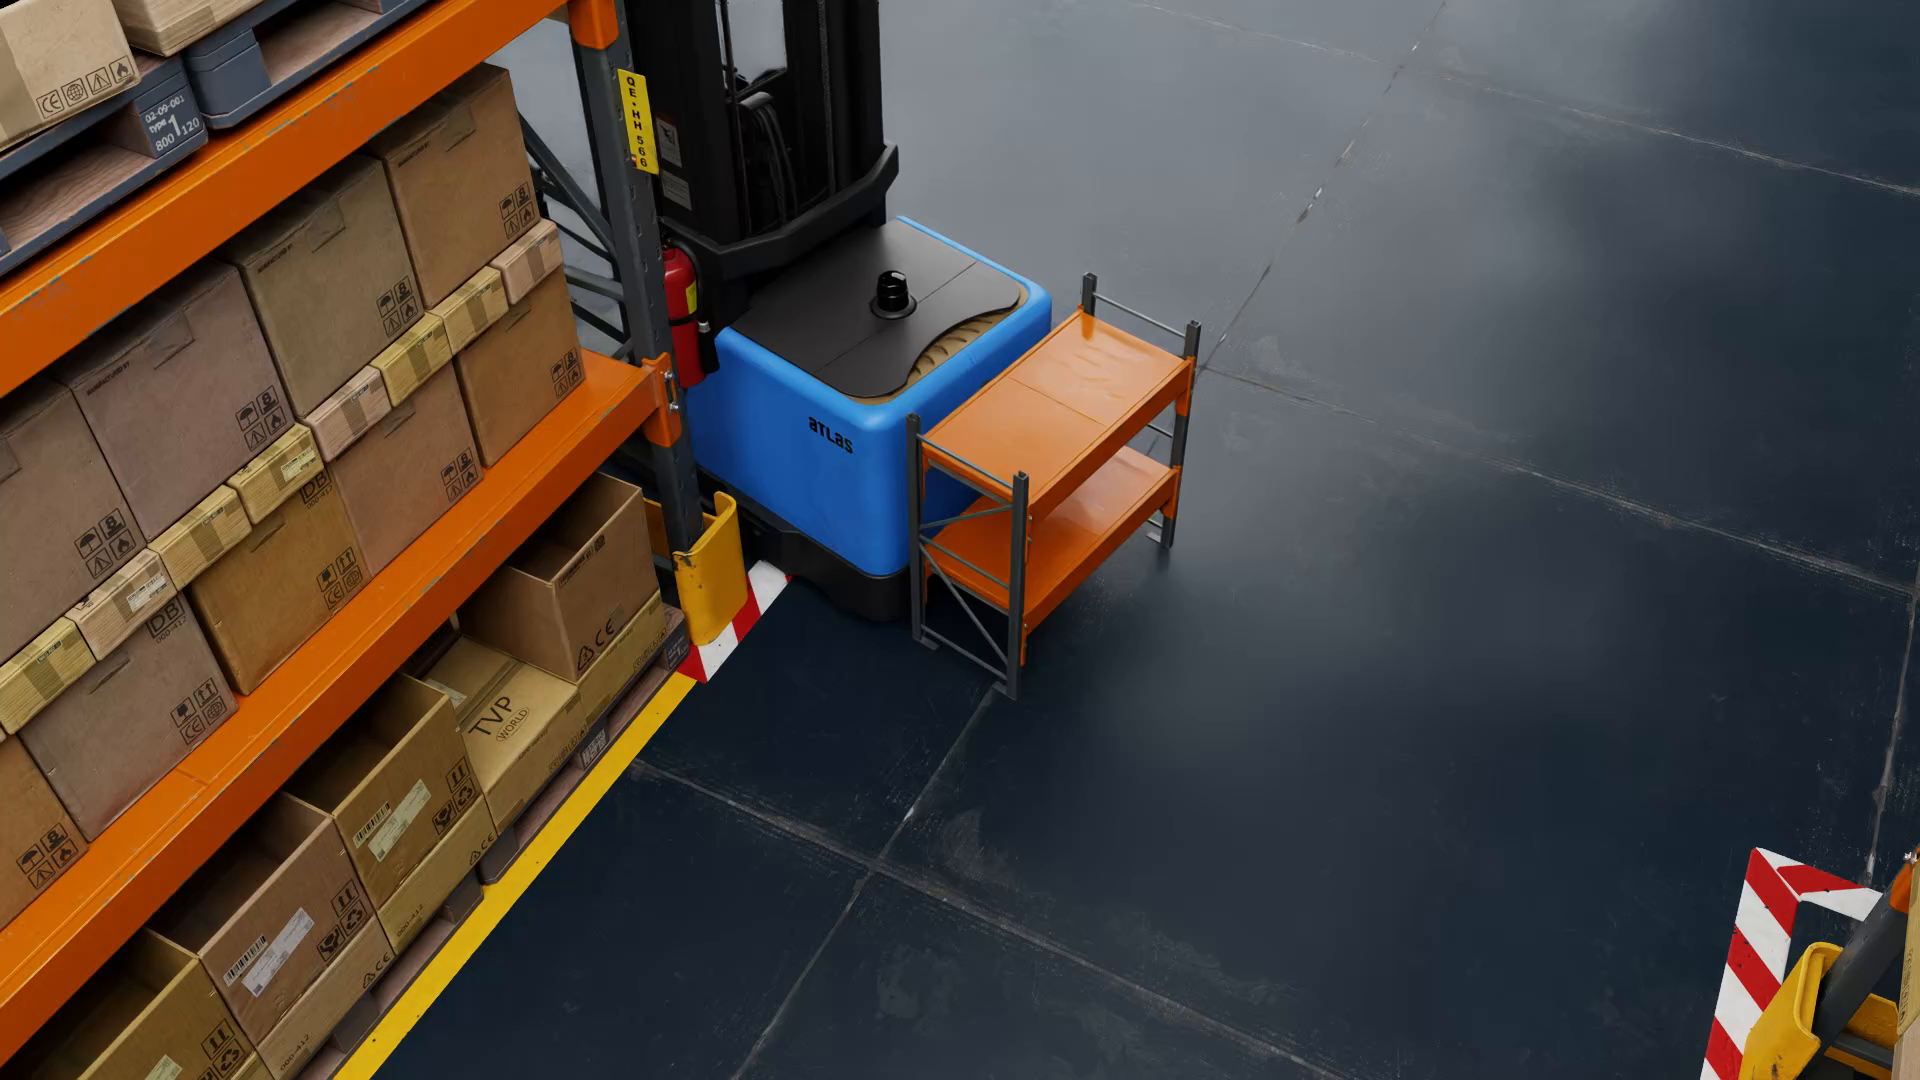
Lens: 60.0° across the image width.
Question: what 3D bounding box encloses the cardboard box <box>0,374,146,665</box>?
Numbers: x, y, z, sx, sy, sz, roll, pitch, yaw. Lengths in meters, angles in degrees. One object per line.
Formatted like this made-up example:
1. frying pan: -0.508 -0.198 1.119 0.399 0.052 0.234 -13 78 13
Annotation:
1. cardboard box: -2.374 -0.120 3.778 0.700 0.500 0.500 20 49 19

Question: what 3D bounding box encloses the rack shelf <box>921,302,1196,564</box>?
1. rack shelf: 0.339 -0.405 5.947 0.538 0.278 1.000 30 52 26

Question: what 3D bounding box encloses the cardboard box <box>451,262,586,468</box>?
1. cardboard box: -1.645 -0.664 5.227 0.700 0.500 0.500 20 49 19

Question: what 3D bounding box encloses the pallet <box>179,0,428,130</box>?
1. pallet: -1.768 -1.505 4.082 1.003 0.211 1.213 20 49 19

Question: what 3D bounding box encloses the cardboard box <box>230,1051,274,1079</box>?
1. cardboard box: -2.316 1.601 4.696 0.500 0.250 0.500 20 49 19

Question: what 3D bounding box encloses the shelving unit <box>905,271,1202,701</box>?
1. shelving unit: 0.339 -0.199 6.156 0.538 1.125 1.048 30 52 26

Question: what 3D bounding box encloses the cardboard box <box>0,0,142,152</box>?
1. cardboard box: -1.976 -0.976 3.166 0.500 0.311 0.500 26 51 23

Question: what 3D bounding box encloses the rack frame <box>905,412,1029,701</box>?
1. rack frame: 0.020 0.083 5.877 0.500 1.125 0.032 30 52 26

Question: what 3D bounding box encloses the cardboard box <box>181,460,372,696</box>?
1. cardboard box: -2.120 -0.021 4.591 0.700 0.500 0.500 21 49 19

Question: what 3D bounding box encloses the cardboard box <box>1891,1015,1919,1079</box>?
1. cardboard box: 2.237 1.294 3.453 0.500 0.250 0.500 19 48 18

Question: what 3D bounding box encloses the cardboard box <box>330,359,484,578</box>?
1. cardboard box: -1.884 -0.332 4.899 0.700 0.500 0.500 22 49 20

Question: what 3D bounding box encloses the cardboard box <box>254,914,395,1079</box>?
1. cardboard box: -2.089 1.284 5.010 0.500 0.250 0.500 20 49 19

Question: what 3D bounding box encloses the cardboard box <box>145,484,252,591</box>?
1. cardboard box: -2.025 -0.062 4.176 0.380 0.149 0.250 22 49 20

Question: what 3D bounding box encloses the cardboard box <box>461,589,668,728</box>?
1. cardboard box: -1.404 0.335 5.948 0.500 0.250 0.500 20 49 19

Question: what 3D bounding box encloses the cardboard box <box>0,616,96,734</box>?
1. cardboard box: -2.261 0.255 3.862 0.380 0.149 0.250 20 49 19

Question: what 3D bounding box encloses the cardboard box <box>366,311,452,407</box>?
1. cardboard box: -1.664 -0.552 4.660 0.380 0.149 0.250 20 49 18

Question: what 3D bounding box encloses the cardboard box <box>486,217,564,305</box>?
1. cardboard box: -1.425 -0.879 4.983 0.380 0.149 0.250 20 49 18

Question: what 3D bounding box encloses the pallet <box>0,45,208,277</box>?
1. pallet: -2.333 -0.734 3.320 1.003 0.211 1.213 20 49 19

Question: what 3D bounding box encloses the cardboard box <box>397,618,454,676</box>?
1. cardboard box: -2.093 0.216 5.538 0.500 0.500 0.500 20 49 19

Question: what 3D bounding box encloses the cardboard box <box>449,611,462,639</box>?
1. cardboard box: -1.863 0.164 6.117 0.500 0.250 0.500 20 49 19

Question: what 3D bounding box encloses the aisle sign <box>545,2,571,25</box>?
1. aisle sign: -1.126 -1.777 4.570 0.394 0.787 0.004 20 49 19

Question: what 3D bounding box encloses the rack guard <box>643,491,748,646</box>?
1. rack guard: -1.405 -0.055 6.453 1.175 0.500 0.348 20 49 19

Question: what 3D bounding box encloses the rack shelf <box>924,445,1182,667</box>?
1. rack shelf: 0.339 -0.027 6.330 0.538 0.278 1.000 30 52 26

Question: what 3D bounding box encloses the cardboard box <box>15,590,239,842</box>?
1. cardboard box: -2.361 0.312 4.262 0.700 0.500 0.500 22 49 20

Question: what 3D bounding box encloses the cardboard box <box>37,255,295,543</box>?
1. cardboard box: -2.142 -0.436 4.090 0.700 0.500 0.500 21 49 19

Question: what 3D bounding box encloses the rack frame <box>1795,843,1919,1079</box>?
1. rack frame: 2.973 0.714 3.935 1.000 3.000 0.127 20 49 19

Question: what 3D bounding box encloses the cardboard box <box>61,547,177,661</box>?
1. cardboard box: -2.143 0.099 4.016 0.380 0.149 0.250 20 49 19

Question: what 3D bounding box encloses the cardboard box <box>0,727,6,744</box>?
1. cardboard box: -2.382 0.419 3.700 0.380 0.149 0.250 19 48 18

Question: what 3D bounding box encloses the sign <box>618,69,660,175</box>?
1. sign: -0.942 -1.221 4.867 0.100 0.325 0.005 20 49 19

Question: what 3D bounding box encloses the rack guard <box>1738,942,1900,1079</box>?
1. rack guard: 2.938 1.641 4.777 1.175 0.500 0.348 20 49 19

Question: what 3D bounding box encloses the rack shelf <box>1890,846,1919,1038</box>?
1. rack shelf: 2.044 2.227 2.946 1.077 0.370 4.000 20 49 19

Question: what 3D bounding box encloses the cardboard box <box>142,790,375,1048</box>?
1. cardboard box: -2.086 1.022 4.742 0.500 0.500 0.500 20 49 19

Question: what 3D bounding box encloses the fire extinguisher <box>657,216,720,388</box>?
1. fire extinguisher: -0.950 -0.813 5.499 0.296 0.674 0.183 20 49 19

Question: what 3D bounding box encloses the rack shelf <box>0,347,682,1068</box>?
1. rack shelf: -2.345 0.594 4.560 1.077 0.370 4.000 20 49 19

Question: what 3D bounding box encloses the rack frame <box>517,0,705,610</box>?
1. rack frame: -1.417 -0.919 5.549 1.000 3.000 0.127 20 49 19

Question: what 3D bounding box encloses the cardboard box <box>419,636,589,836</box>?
1. cardboard box: -1.625 0.654 5.632 0.500 0.250 0.500 20 49 19

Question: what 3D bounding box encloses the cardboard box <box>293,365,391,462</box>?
1. cardboard box: -1.783 -0.394 4.504 0.380 0.149 0.250 21 49 20

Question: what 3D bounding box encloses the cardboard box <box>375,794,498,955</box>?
1. cardboard box: -1.856 0.970 5.320 0.500 0.250 0.500 20 49 19

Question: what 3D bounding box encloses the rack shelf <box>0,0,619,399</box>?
1. rack shelf: -2.345 -0.461 3.493 1.077 0.370 4.000 20 49 19

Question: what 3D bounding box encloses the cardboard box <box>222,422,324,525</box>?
1. cardboard box: -1.904 -0.229 4.341 0.380 0.149 0.250 22 49 20

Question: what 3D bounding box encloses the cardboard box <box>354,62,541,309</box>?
1. cardboard box: -1.669 -1.087 4.733 0.700 0.500 0.500 21 49 19

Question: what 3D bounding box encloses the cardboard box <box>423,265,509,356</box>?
1. cardboard box: -1.545 -0.713 4.820 0.380 0.149 0.250 22 49 20

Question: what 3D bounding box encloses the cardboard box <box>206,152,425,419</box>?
1. cardboard box: -1.908 -0.754 4.404 0.700 0.500 0.500 19 48 18

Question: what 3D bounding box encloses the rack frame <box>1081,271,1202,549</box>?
1. rack frame: 0.658 -0.480 6.434 0.500 1.125 0.032 30 52 26

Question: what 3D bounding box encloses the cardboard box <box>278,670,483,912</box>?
1. cardboard box: -1.853 0.707 5.053 0.500 0.500 0.500 20 49 19

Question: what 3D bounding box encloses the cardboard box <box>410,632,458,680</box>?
1. cardboard box: -2.091 0.481 5.804 0.500 0.250 0.500 20 49 19

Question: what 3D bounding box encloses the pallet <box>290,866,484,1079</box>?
1. pallet: -2.302 1.322 5.294 1.003 0.211 1.213 20 49 19

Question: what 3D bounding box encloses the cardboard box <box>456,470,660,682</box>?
1. cardboard box: -1.402 0.072 5.680 0.500 0.500 0.500 20 49 19

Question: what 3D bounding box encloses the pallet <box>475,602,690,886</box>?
1. pallet: -1.734 0.557 6.051 1.003 0.211 1.213 20 49 19

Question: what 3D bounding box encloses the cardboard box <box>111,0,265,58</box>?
1. cardboard box: -1.718 -1.305 3.534 0.500 0.250 0.500 20 49 19

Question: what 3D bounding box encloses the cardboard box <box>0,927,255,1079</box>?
1. cardboard box: -2.317 1.337 4.430 0.500 0.500 0.500 20 49 19

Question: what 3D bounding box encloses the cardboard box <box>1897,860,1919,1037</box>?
1. cardboard box: 2.465 0.963 3.781 0.500 0.250 0.500 19 48 18

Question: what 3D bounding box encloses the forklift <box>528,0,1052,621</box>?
1. forklift: -1.086 -1.625 6.295 3.031 2.935 1.130 32 53 27

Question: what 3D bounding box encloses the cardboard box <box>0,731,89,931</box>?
1. cardboard box: -2.598 0.635 3.943 0.700 0.500 0.500 21 49 20
